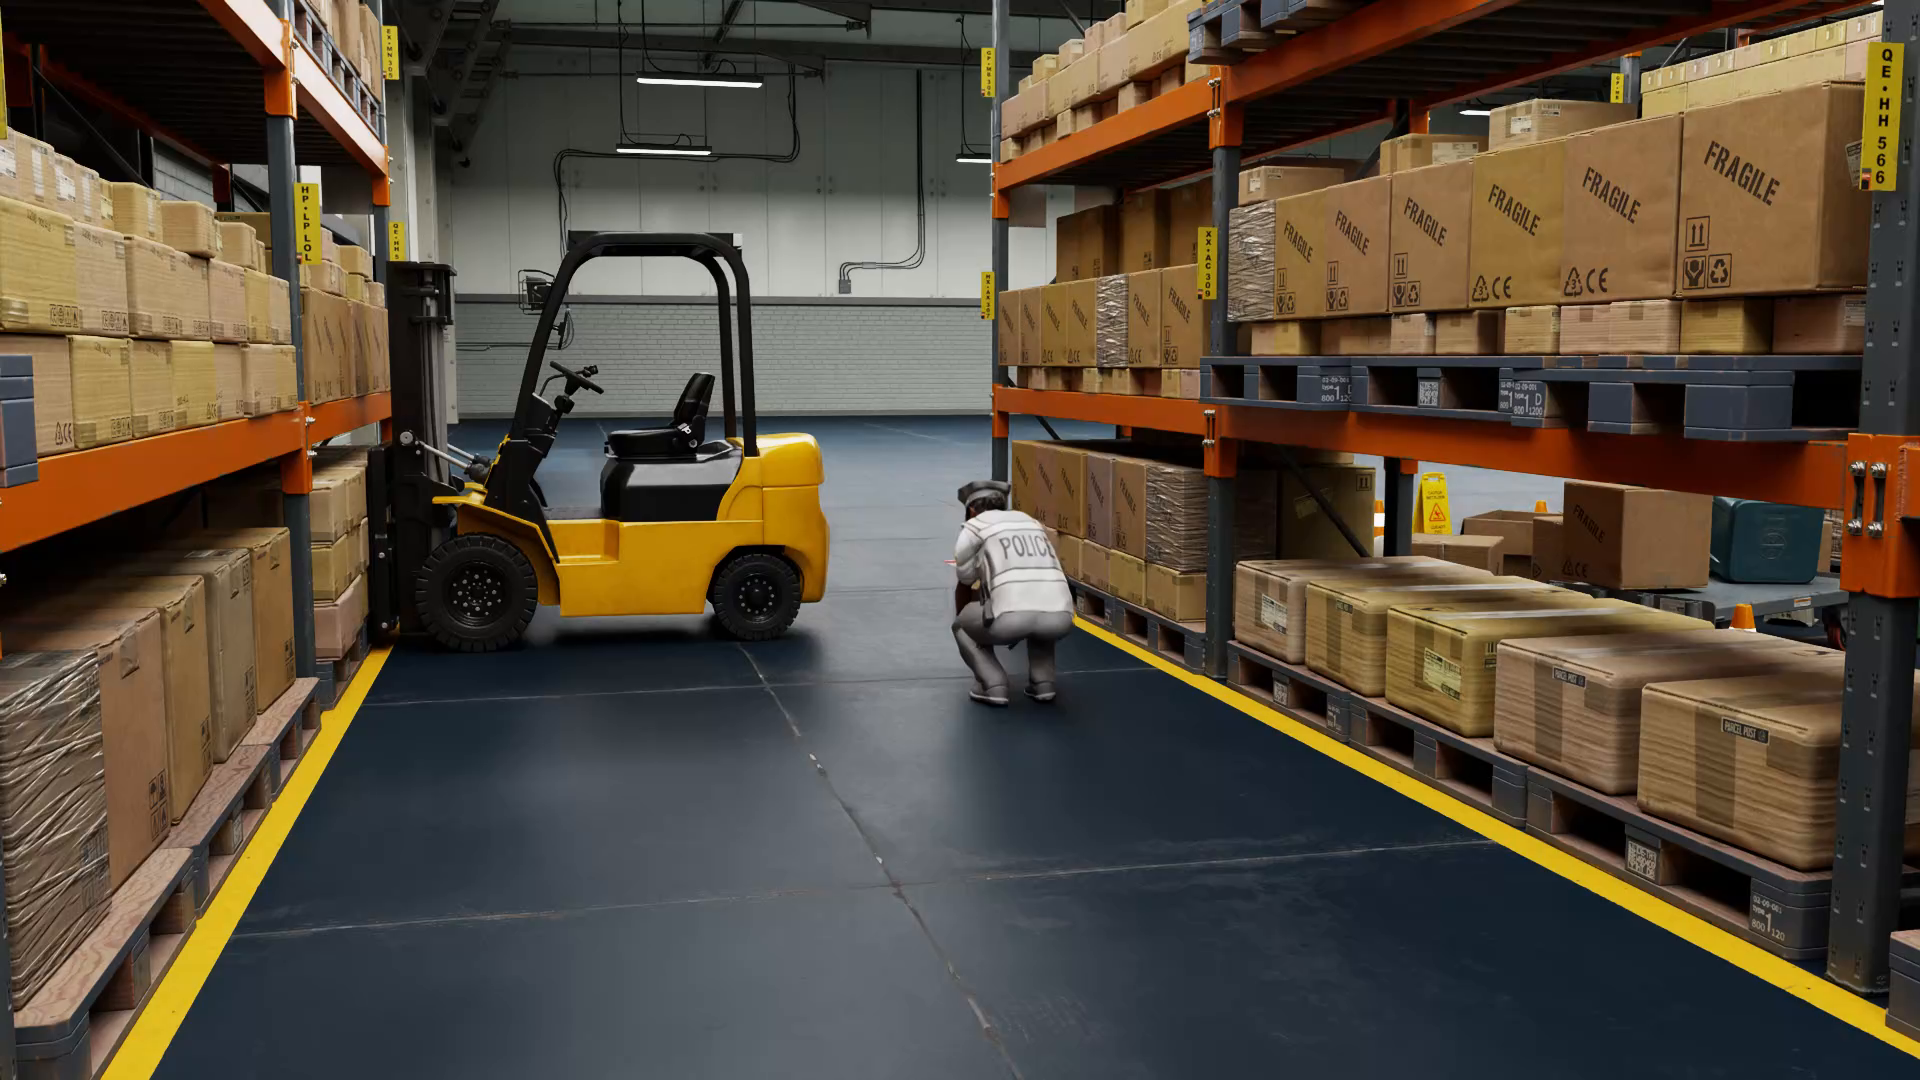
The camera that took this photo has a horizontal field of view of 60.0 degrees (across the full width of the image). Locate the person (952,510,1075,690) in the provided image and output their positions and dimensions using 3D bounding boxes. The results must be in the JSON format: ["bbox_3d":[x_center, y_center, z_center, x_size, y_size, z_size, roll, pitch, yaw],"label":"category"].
[{"bbox_3d":[0.247,0.277,7.305,0.465,0.791,0.579,-2,6,-15],"label":"person"}]
